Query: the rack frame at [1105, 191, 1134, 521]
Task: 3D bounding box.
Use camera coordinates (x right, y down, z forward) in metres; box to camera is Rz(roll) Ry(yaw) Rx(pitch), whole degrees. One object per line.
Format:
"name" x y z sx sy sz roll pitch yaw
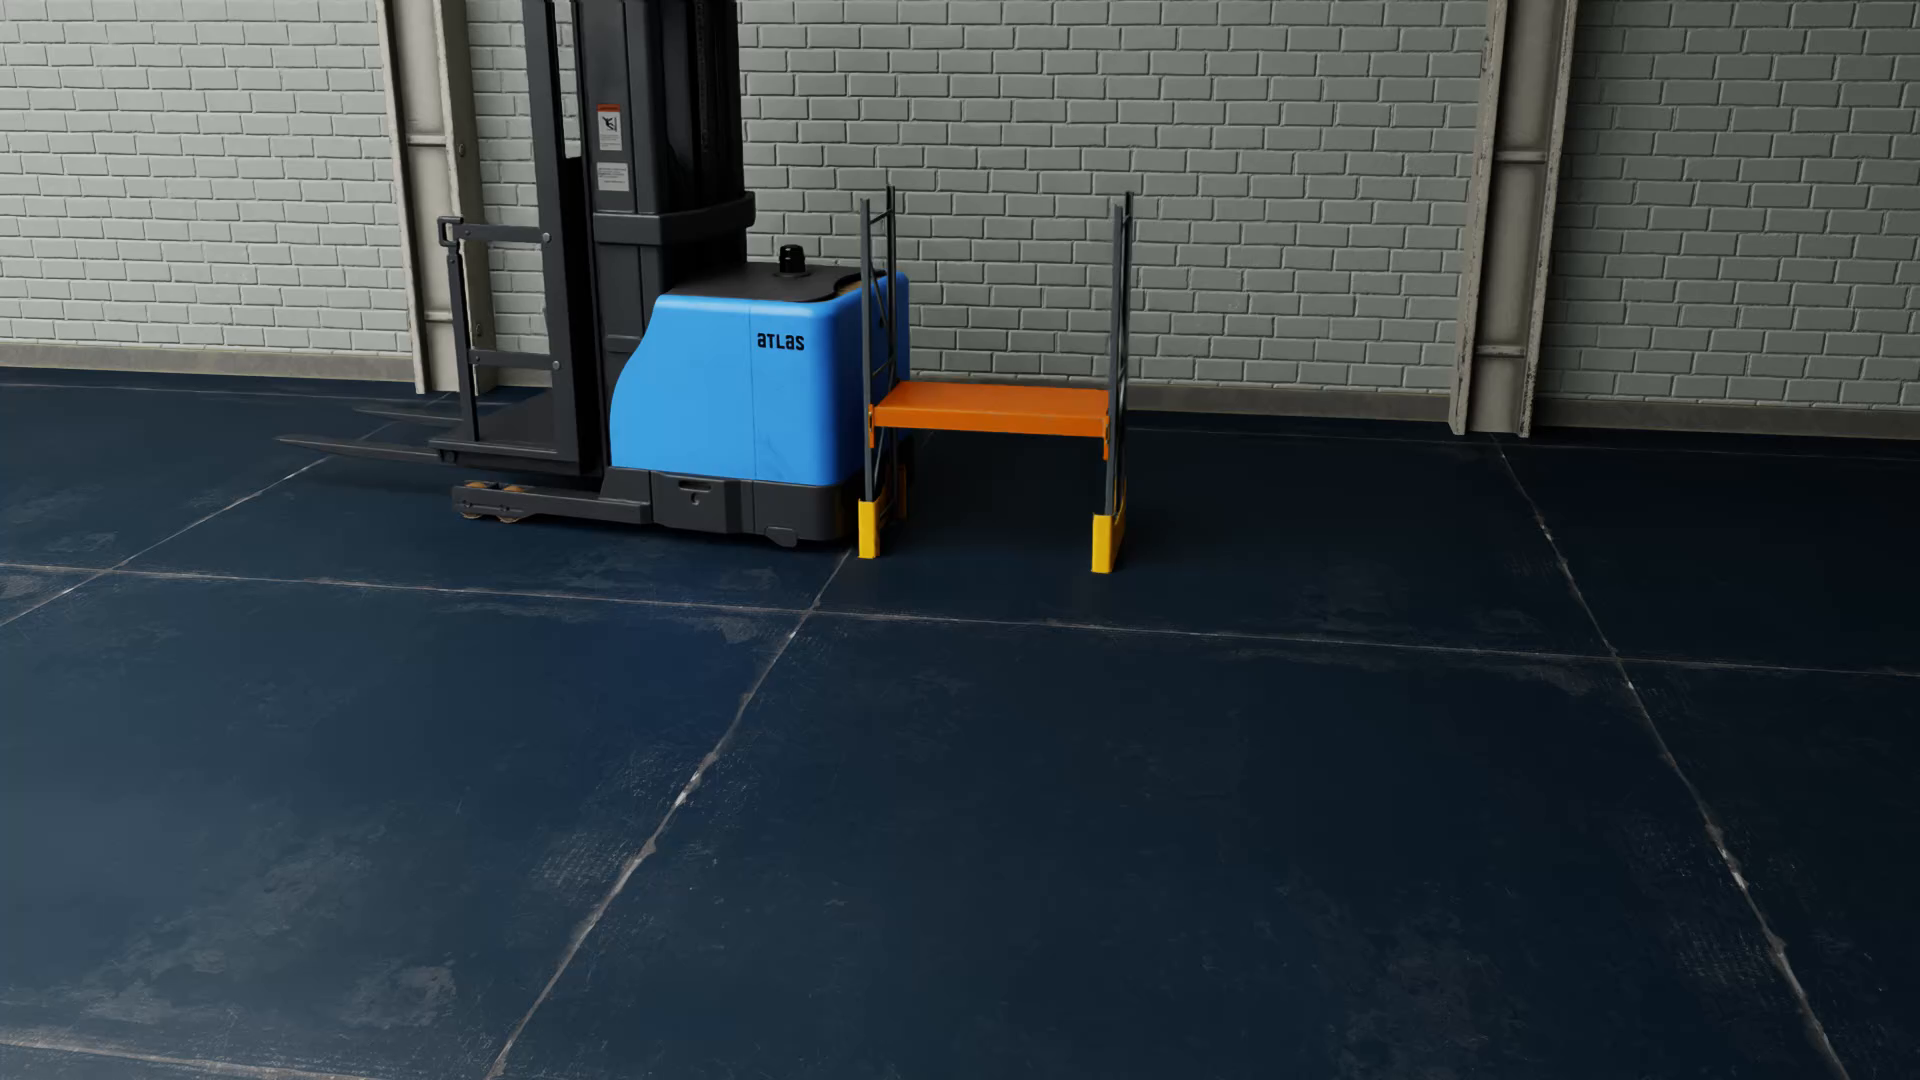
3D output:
"rack frame" 0.660 -0.663 6.921 0.032 1.500 0.500 3 19 10

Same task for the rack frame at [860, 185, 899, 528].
"rack frame" -0.338 -0.724 7.102 0.032 1.500 0.500 3 19 10

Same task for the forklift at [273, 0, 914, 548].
"forklift" -1.794 -1.617 7.517 3.031 2.935 1.130 6 19 17

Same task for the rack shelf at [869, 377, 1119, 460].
"rack shelf" 0.161 -0.523 7.068 1.000 0.185 0.538 3 19 10

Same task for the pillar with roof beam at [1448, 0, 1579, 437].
"pillar with roof beam" 2.216 -3.529 3.668 0.400 9.000 9.100 3 19 9

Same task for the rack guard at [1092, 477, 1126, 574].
"rack guard" 0.641 -0.071 7.122 0.087 0.250 0.587 3 19 10

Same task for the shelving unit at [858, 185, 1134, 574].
"shelving unit" 0.152 -0.694 7.013 1.083 1.500 0.587 3 19 10

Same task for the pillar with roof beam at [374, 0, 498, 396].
"pillar with roof beam" -3.708 -3.831 4.570 0.400 9.000 9.100 3 19 9

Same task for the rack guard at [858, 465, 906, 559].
"rack guard" -0.337 -0.131 7.300 0.087 0.250 0.587 3 19 10
